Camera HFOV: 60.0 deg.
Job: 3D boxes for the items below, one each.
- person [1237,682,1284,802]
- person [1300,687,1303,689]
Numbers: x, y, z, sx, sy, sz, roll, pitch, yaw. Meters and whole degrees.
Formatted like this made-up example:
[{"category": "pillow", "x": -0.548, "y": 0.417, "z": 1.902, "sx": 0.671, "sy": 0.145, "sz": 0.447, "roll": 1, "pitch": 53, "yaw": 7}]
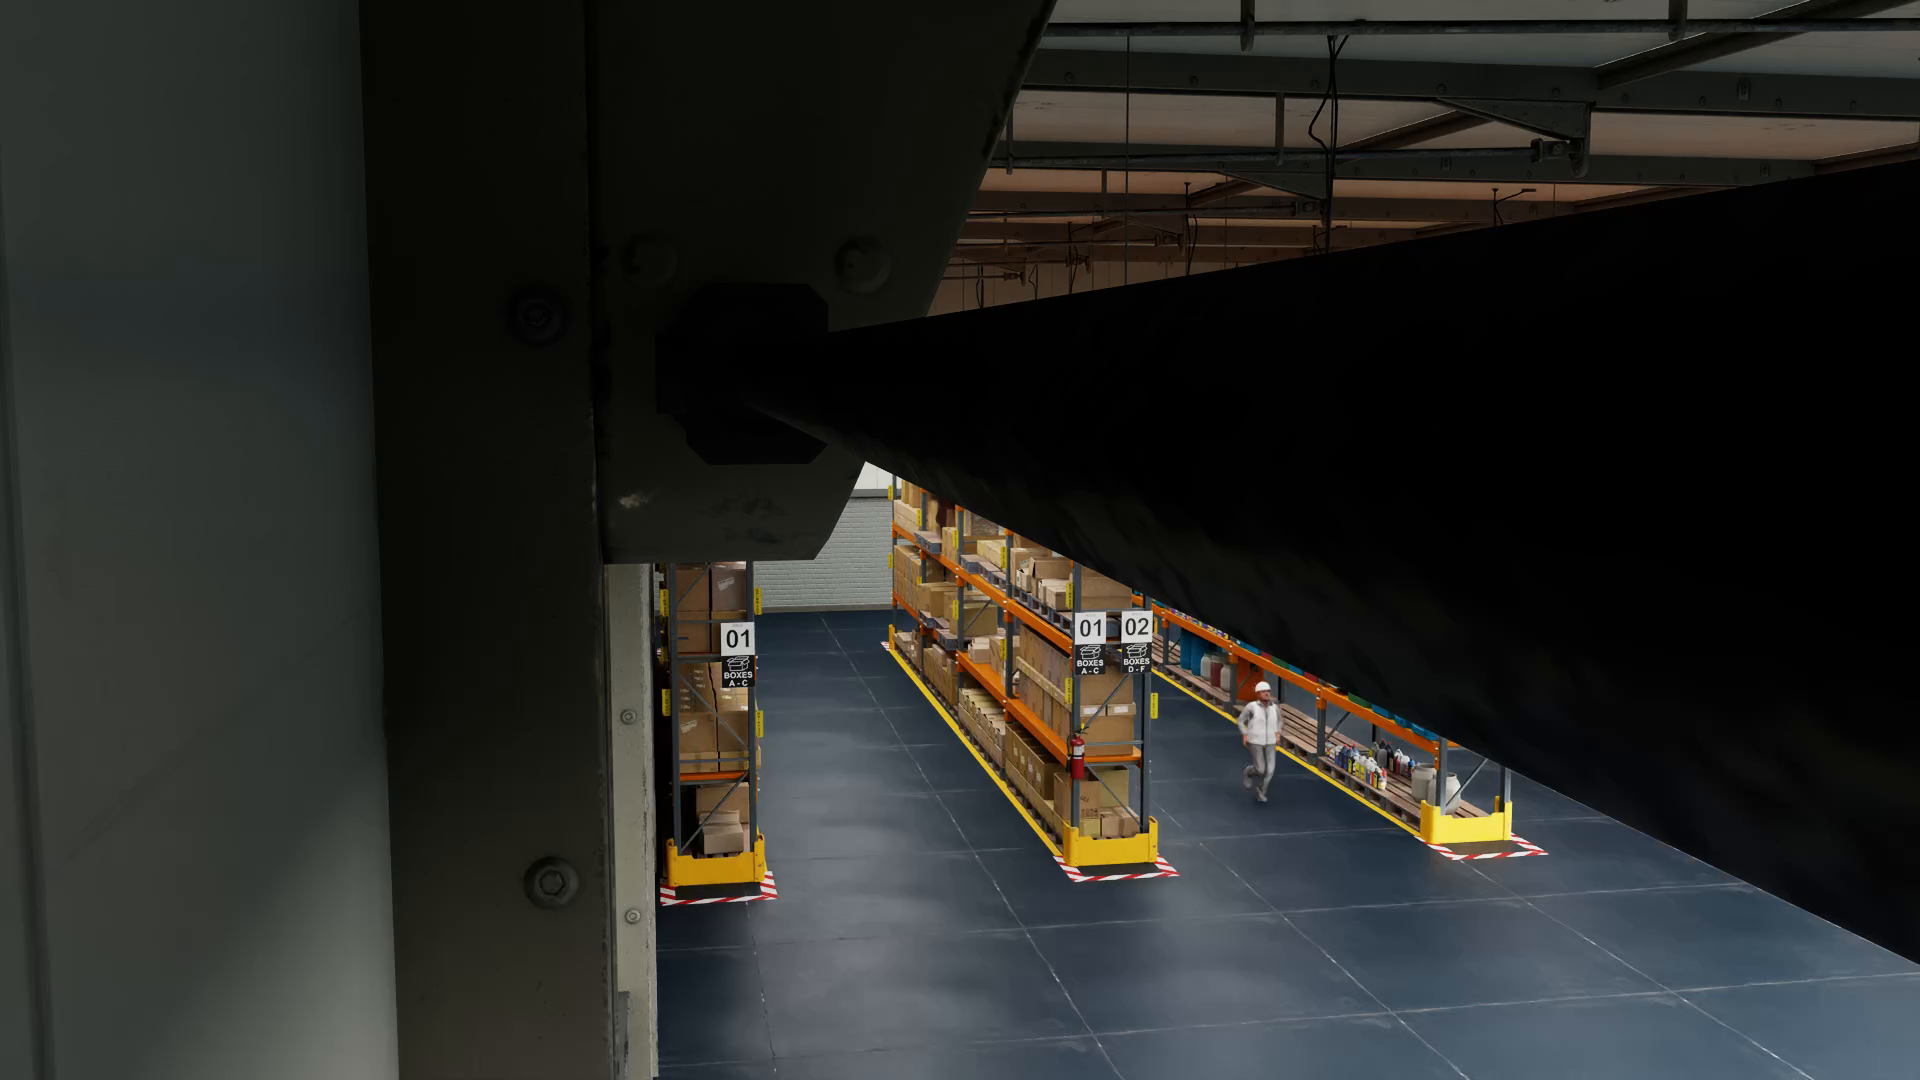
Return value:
[{"category": "person", "x": 4.352, "y": 2.896, "z": 23.942, "sx": 0.671, "sy": 1.721, "sz": 0.584, "roll": -1, "pitch": 6, "yaw": -12}, {"category": "person", "x": 6.646, "y": 2.006, "z": 32.455, "sx": 0.708, "sy": 1.708, "sz": 0.978, "roll": -2, "pitch": 6, "yaw": -17}]
